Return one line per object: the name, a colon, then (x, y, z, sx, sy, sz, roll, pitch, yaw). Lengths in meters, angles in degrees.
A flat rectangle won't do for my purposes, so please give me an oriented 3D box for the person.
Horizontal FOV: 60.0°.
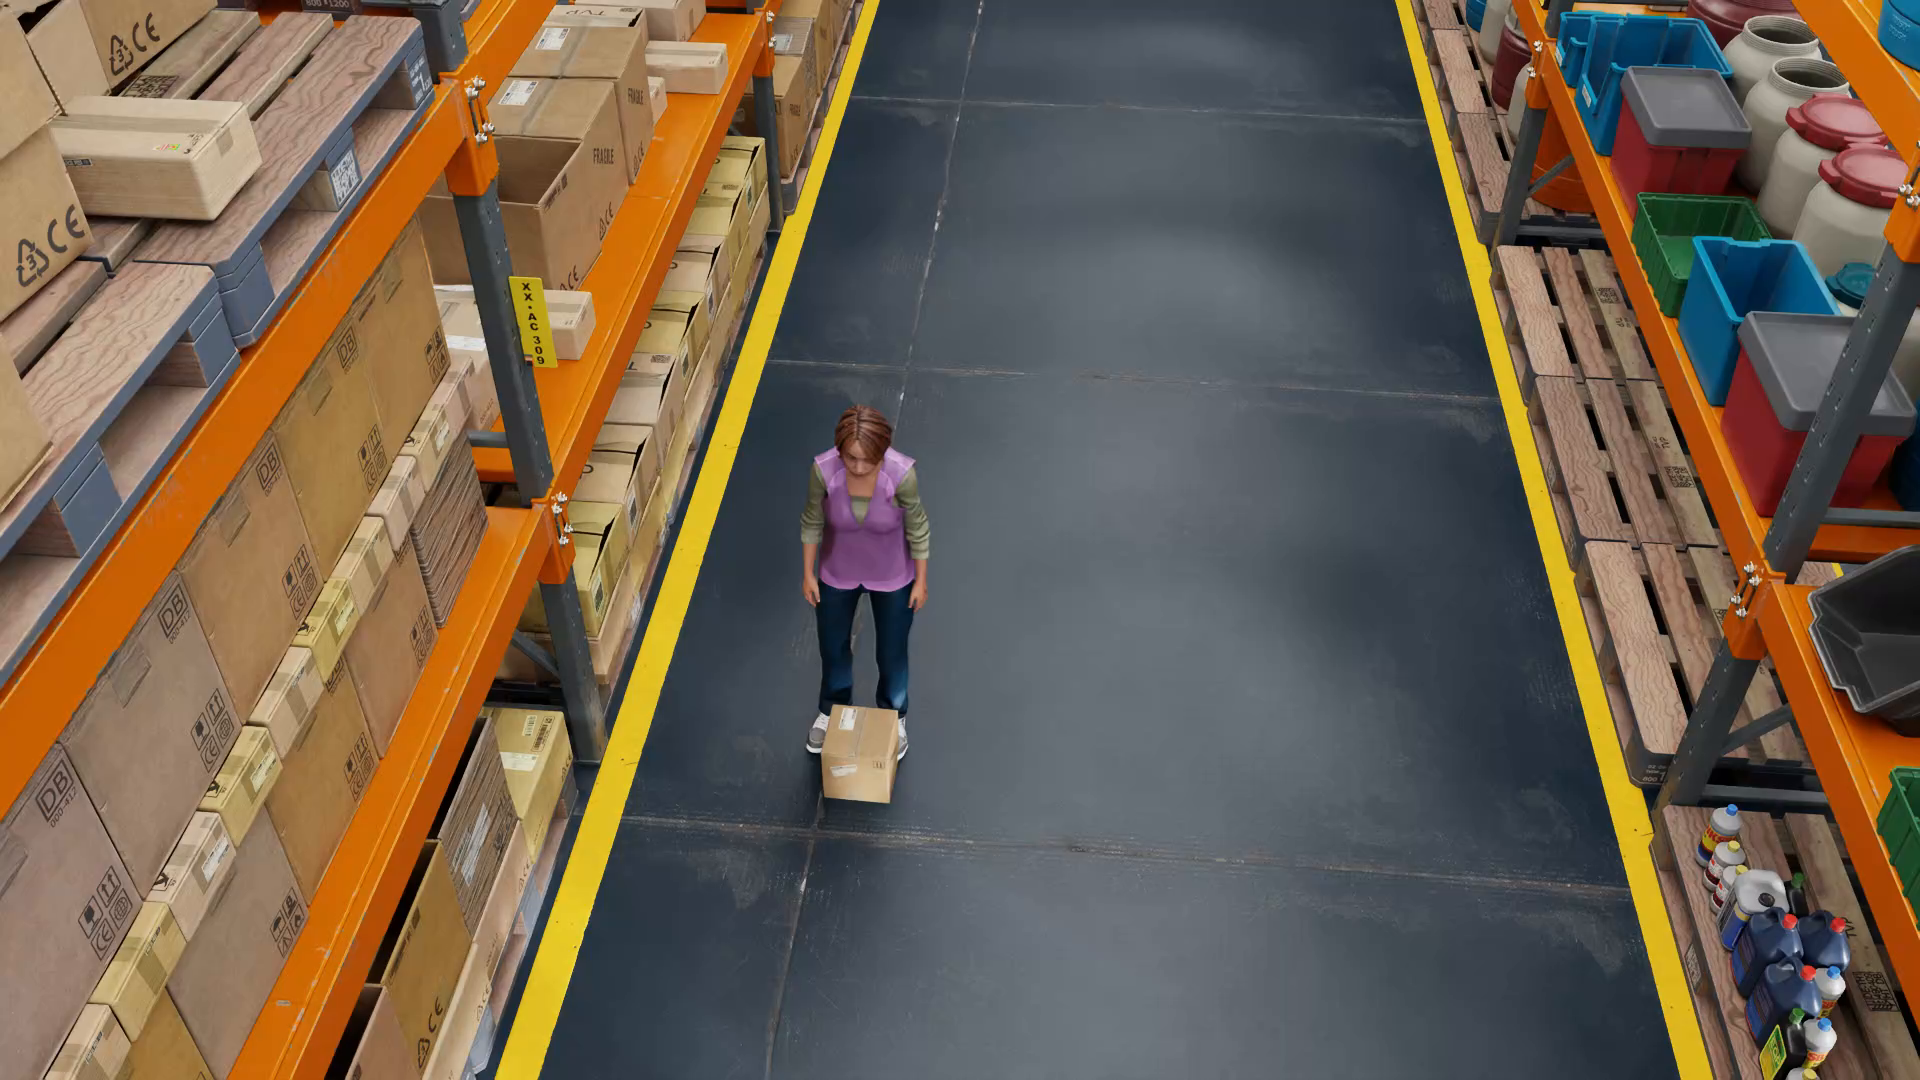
person: (-0.353, 0.141, 6.002, 0.459, 1.591, 0.345, 5, 41, 6)
